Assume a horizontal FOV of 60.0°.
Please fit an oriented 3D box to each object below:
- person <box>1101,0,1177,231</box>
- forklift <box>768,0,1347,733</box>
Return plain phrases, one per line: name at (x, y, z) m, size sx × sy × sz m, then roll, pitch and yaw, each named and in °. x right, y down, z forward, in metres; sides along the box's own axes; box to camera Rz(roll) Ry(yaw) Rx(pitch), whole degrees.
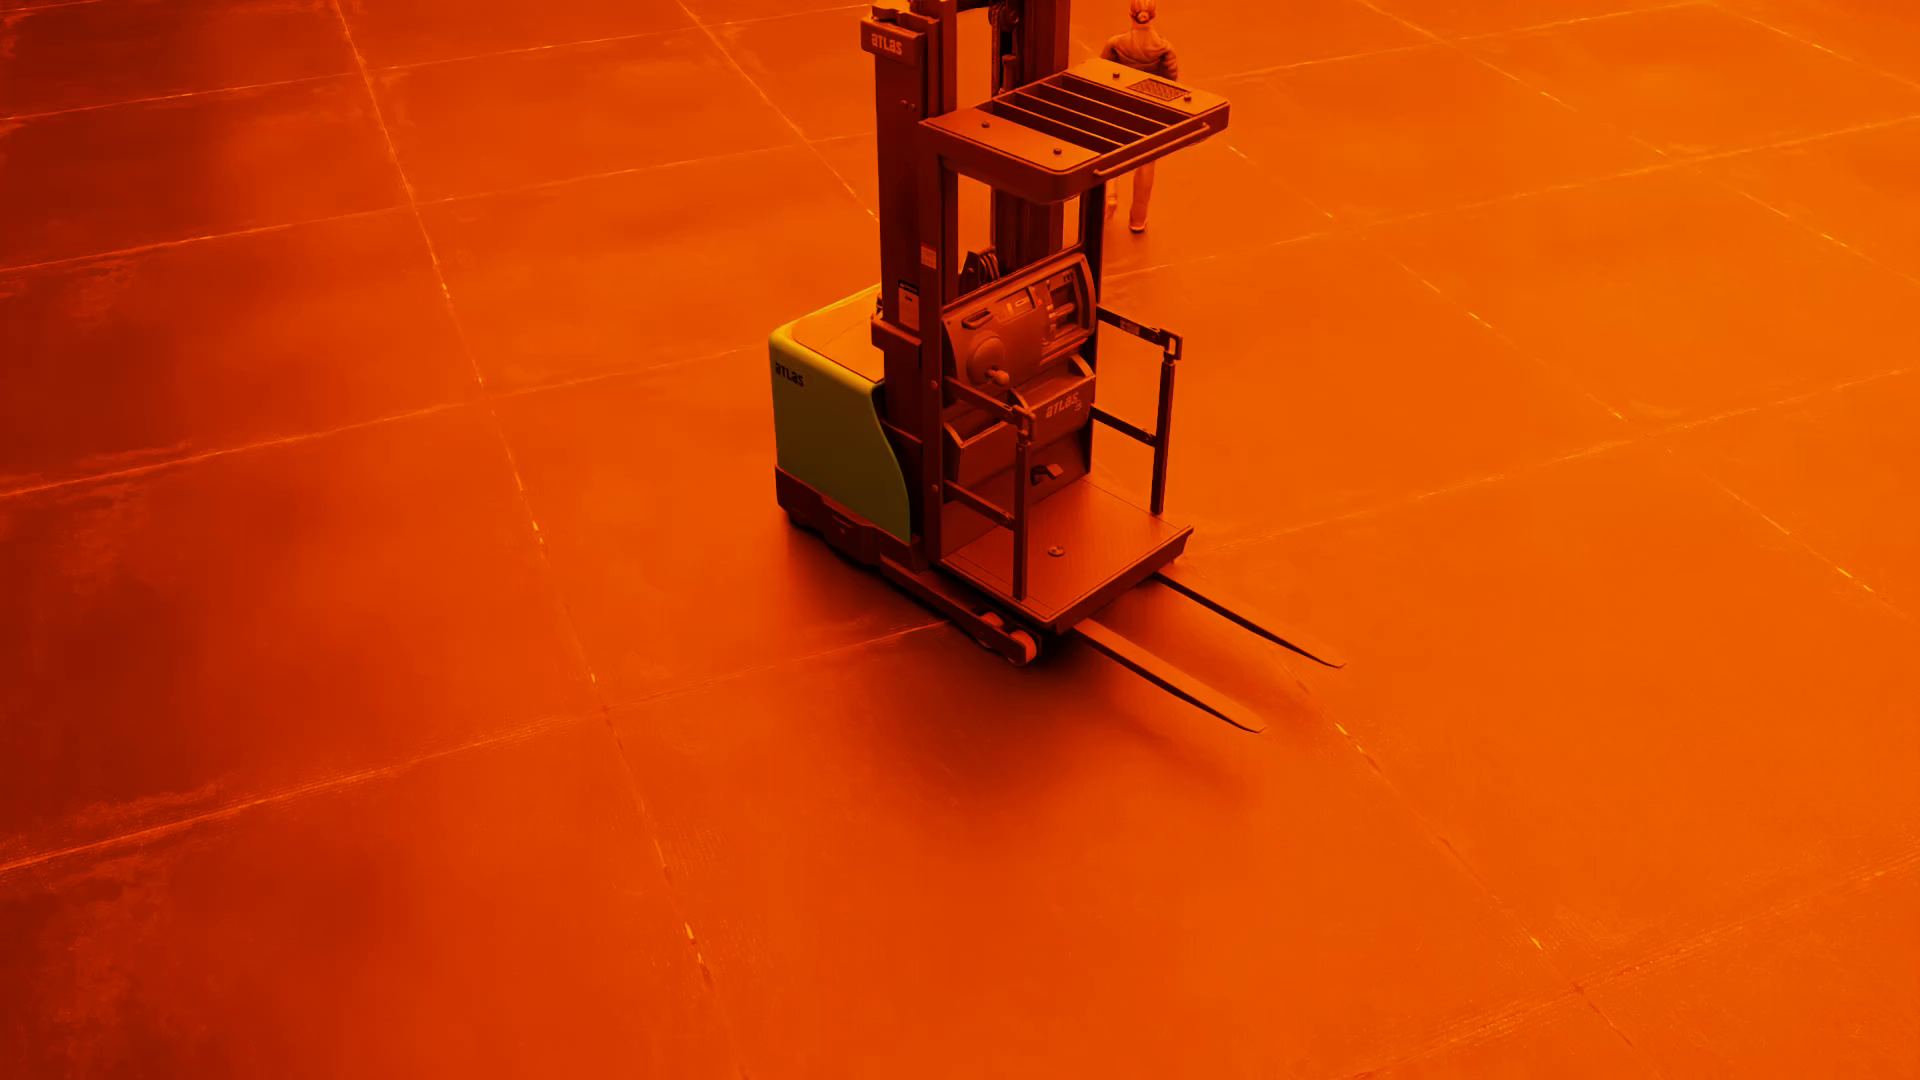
person at (1.186, -2.915, 11.317) m, size 0.611 × 1.639 × 0.448 m, roll 3°, pitch 36°, yaw 5°
forklift at (0.432, -0.946, 7.429) m, size 3.031 × 2.935 × 1.130 m, roll 30°, pitch 45°, yaw 35°
